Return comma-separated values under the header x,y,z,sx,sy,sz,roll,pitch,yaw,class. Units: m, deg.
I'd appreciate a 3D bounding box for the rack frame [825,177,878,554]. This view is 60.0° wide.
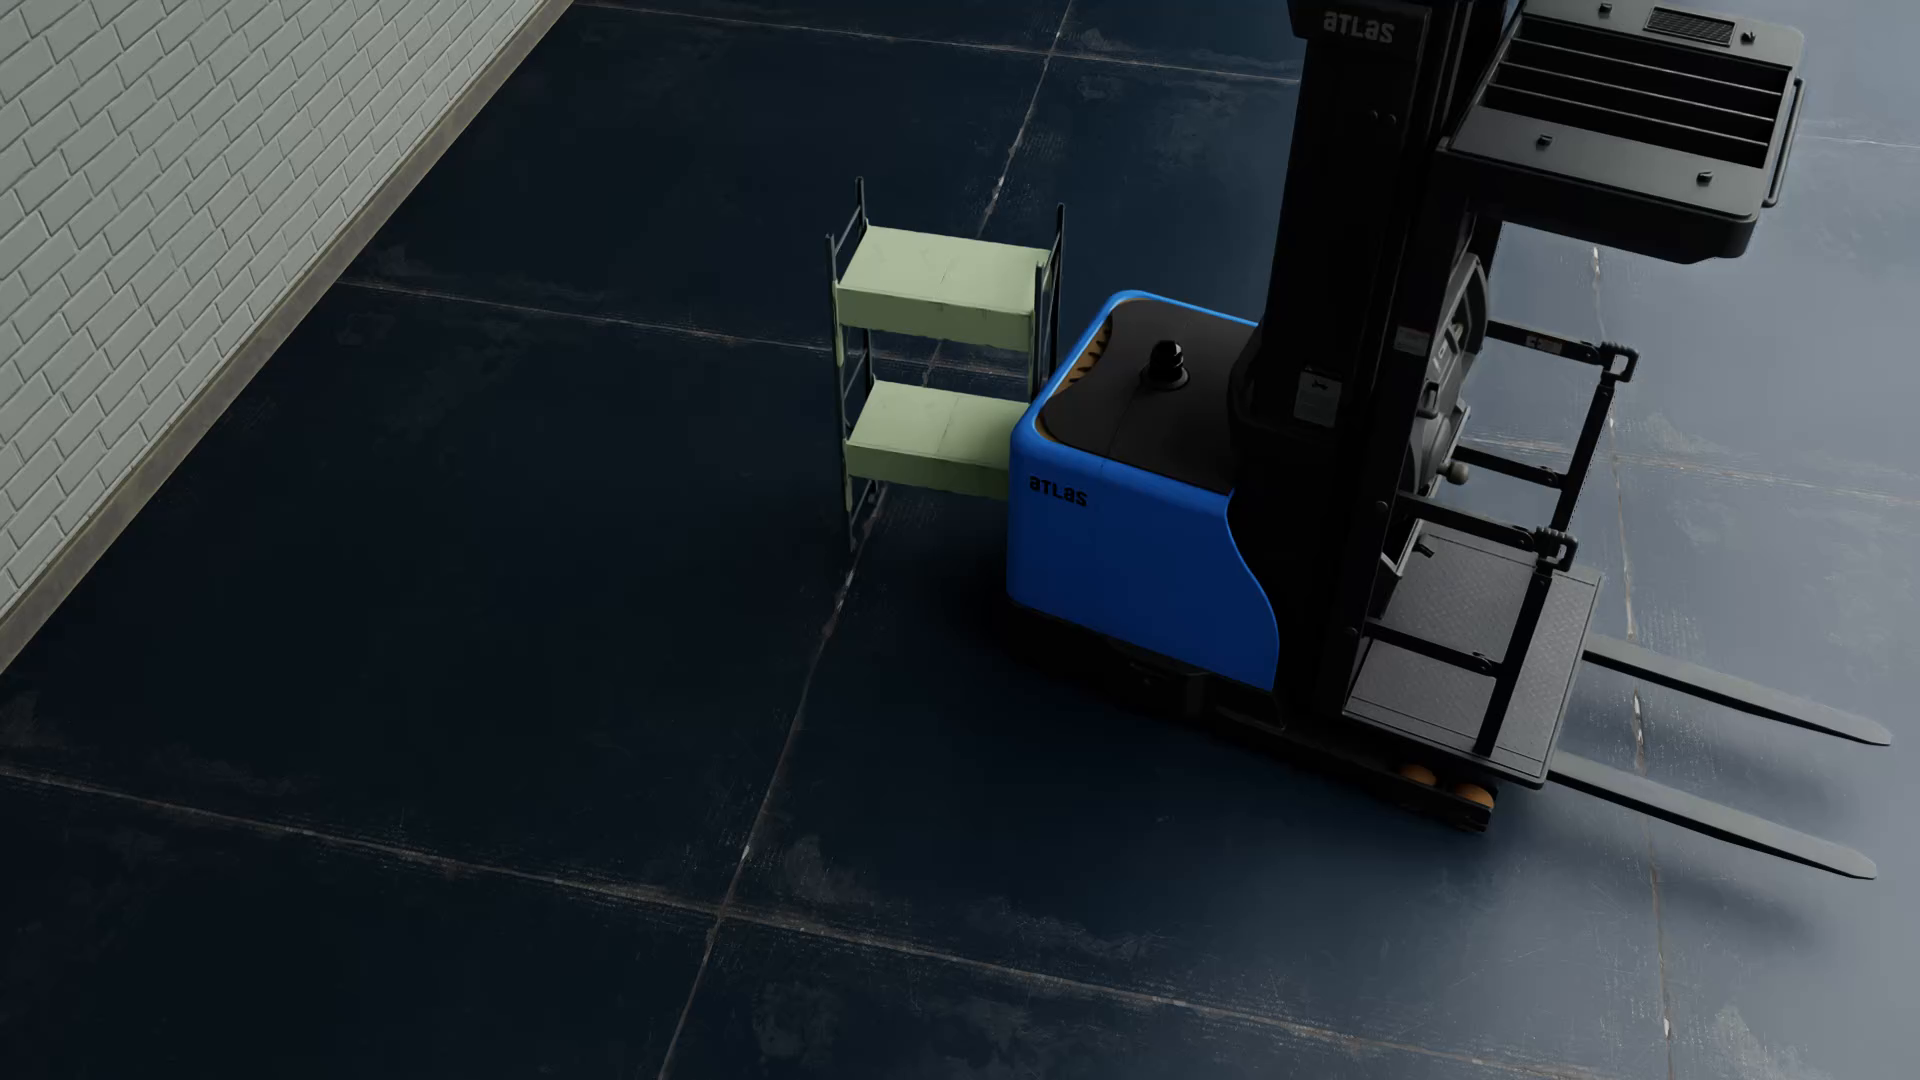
x,y,z,sx,sy,sz,roll,pitch,yaw,class
-0.402,-0.621,6.313,0.023,1.500,0.400,10,45,10,rack frame

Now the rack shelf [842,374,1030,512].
x,y,z,sx,sy,sz,roll,pitch,yaw,class
-0.047,-0.326,6.477,0.720,0.370,0.431,10,45,10,rack shelf

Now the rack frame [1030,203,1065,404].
x,y,z,sx,sy,sz,roll,pitch,yaw,class
0.309,-0.501,6.189,0.023,1.500,0.400,10,45,10,rack frame

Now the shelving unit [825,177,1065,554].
x,y,z,sx,sy,sz,roll,pitch,yaw,class
-0.047,-0.561,6.251,0.755,1.500,0.431,10,45,10,shelving unit

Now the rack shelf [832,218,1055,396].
x,y,z,sx,sy,sz,roll,pitch,yaw,class
-0.047,-0.842,5.980,0.720,0.370,0.431,10,45,10,rack shelf

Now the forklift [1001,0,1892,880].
x,y,z,sx,sy,sz,roll,pitch,yaw,class
1.708,-0.484,5.139,3.031,2.935,1.130,19,47,19,forklift
